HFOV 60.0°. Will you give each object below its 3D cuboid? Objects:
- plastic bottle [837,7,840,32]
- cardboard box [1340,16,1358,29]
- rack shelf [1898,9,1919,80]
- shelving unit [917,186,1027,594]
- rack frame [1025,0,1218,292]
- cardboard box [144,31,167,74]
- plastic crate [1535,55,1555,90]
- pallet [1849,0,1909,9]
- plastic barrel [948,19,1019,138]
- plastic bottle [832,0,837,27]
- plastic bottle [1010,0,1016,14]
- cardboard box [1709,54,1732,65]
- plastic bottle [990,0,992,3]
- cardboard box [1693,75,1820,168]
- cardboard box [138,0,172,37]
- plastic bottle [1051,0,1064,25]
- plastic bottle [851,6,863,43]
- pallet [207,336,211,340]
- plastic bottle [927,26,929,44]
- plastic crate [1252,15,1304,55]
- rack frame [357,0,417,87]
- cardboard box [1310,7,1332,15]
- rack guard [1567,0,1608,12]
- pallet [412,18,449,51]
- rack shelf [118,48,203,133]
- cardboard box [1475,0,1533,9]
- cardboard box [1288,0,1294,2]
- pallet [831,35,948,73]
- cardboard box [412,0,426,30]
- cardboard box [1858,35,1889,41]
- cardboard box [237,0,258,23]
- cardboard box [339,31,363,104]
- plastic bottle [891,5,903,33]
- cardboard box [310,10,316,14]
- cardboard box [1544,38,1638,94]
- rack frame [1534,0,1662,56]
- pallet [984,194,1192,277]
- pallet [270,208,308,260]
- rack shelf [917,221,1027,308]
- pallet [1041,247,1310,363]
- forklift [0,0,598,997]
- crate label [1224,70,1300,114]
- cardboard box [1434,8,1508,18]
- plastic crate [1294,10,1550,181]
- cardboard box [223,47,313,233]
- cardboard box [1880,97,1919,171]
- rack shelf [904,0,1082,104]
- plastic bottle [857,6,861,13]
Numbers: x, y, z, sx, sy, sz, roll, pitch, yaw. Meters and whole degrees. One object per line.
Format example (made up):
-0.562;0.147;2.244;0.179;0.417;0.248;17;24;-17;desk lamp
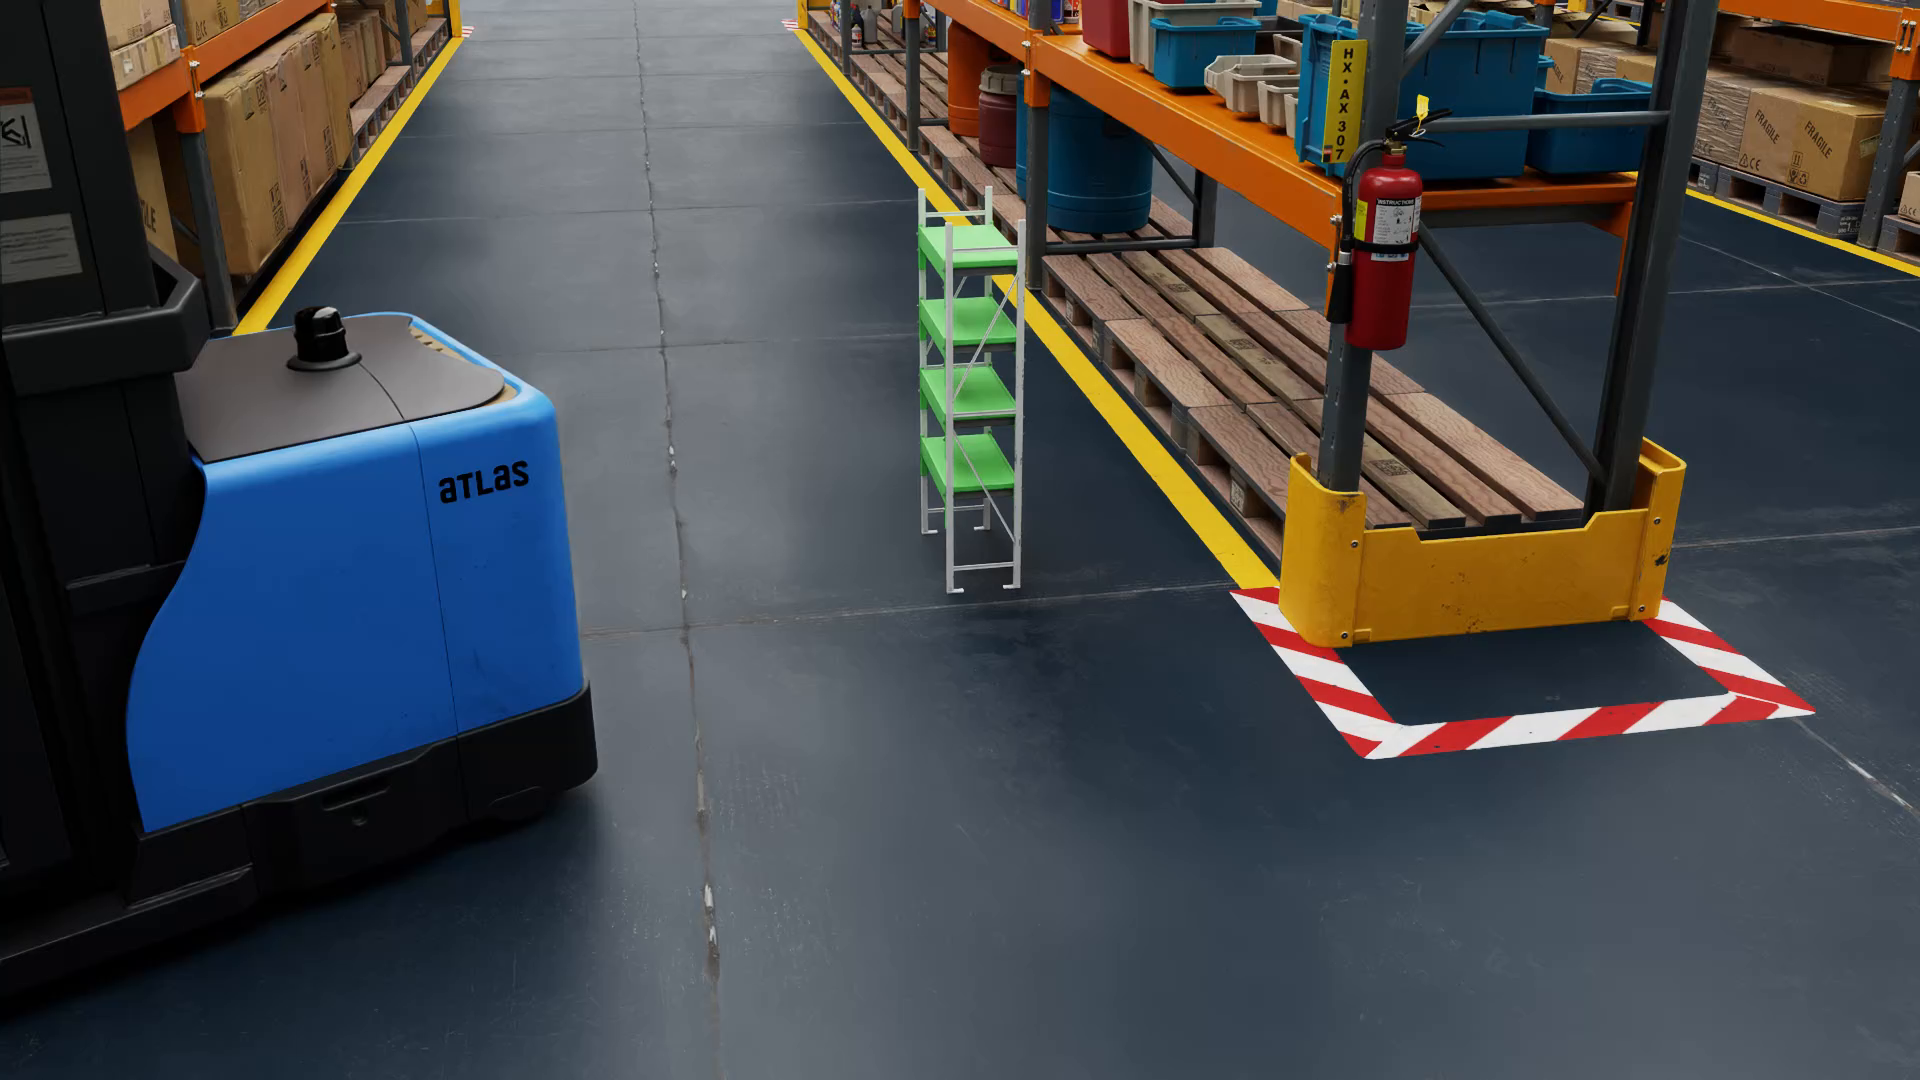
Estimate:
-1.226;-5.418;17.268;0.097;0.271;0.097;0;24;0;plastic bottle
4.065;-5.004;16.371;0.500;0.250;0.500;-5;24;-11;cardboard box
6.083;-1.986;7.448;1.077;0.370;4.000;-4;24;-10;rack shelf
0.031;-0.485;5.361;0.258;1.200;0.503;-4;24;-10;shelving unit
0.845;-2.737;8.269;1.000;3.000;0.127;-4;24;-10;rack frame
-3.596;-2.058;7.029;0.380;0.149;0.250;-4;24;-9;cardboard box
1.741;-1.495;5.559;0.416;0.233;0.300;-4;24;-10;plastic crate
5.673;-3.337;9.882;1.003;0.211;1.213;-4;24;-10;pallet
0.212;-3.317;11.784;0.600;0.830;0.708;-4;24;-10;plastic barrel
-1.321;-5.587;17.639;0.061;0.283;0.133;-4;24;-9;plastic bottle
0.353;-3.052;9.051;0.144;0.351;0.185;-4;24;-10;plastic bottle
5.473;-3.178;11.851;0.500;0.500;0.500;-5;24;-12;cardboard box
0.220;-3.216;9.613;0.097;0.201;0.097;0;24;0;plastic bottle
5.165;-2.724;10.812;0.500;0.500;0.500;-4;24;-9;cardboard box
-3.683;-2.284;7.047;0.500;0.250;0.500;-5;24;-11;cardboard box
0.454;-2.811;8.594;0.152;0.276;0.135;-4;24;-10;plastic bottle
-1.037;-5.103;16.447;0.144;0.351;0.185;-5;24;-11;plastic bottle
-3.959;-0.788;7.290;1.003;0.211;1.213;-4;24;-10;pallet
-0.281;-5.001;16.399;0.097;0.201;0.097;0;24;0;plastic bottle
1.316;-2.218;7.350;0.437;0.125;0.590;-4;24;-10;plastic crate
-5.502;-5.517;14.635;1.000;3.000;0.127;-4;24;-10;rack frame
3.934;-5.348;17.157;0.500;0.250;0.500;-4;24;-10;cardboard box
8.376;-7.015;21.187;1.175;0.500;0.348;-4;24;-10;rack guard
-6.112;-5.461;17.989;1.003;0.211;1.213;-4;24;-10;pallet
-3.653;-1.254;5.773;1.077;0.370;4.000;-4;24;-10;rack shelf
4.872;-4.702;14.977;0.500;0.311;0.500;-5;24;-10;cardboard box
3.756;-6.085;17.909;0.500;0.500;0.500;-4;24;-10;cardboard box
-0.718;-4.873;16.644;1.003;0.211;1.213;-4;24;-10;pallet
-5.998;-5.658;17.556;0.500;0.500;0.500;2;24;4;cardboard box
9.399;-5.185;16.448;0.700;0.500;0.500;-5;24;-11;cardboard box
-4.048;-3.010;8.770;0.500;0.500;0.500;-5;24;-11;cardboard box
-5.133;-3.702;13.051;0.700;0.500;0.500;-2;24;-5;cardboard box
-0.630;-5.406;17.234;0.152;0.276;0.135;-4;24;-10;plastic bottle
-5.024;-3.813;12.369;0.500;0.250;0.500;-2;24;-4;cardboard box
4.777;-3.531;12.662;0.500;0.500;0.500;-3;24;-7;cardboard box
4.974;-4.676;12.708;1.000;3.000;0.127;-4;24;-10;rack frame
0.743;-1.766;9.529;1.003;0.211;1.213;-4;24;-10;pallet
-4.468;-1.871;9.771;1.003;0.211;1.213;-4;24;-10;pallet
0.031;-0.866;5.194;0.258;0.148;0.480;-4;24;-10;rack shelf
1.019;-1.173;8.172;1.003;0.211;1.213;-4;24;-10;pallet
-2.405;-0.486;3.201;3.031;2.935;1.130;-17;29;-34;forklift
1.141;-1.601;5.921;0.396;0.136;0.243;-4;24;-10;crate label
4.442;-4.455;14.414;0.500;0.311;0.500;-4;24;-10;cardboard box
1.339;-1.325;4.918;0.616;0.435;0.499;-4;24;-10;plastic crate
-4.327;-2.191;9.149;1.225;0.875;0.875;-5;24;-12;cardboard box
5.864;-2.367;9.994;0.500;0.500;0.500;-5;24;-12;cardboard box
0.475;-3.194;10.214;1.077;0.370;4.000;-4;24;-10;rack shelf
-1.036;-5.293;16.965;0.061;0.283;0.133;-4;24;-10;plastic bottle
